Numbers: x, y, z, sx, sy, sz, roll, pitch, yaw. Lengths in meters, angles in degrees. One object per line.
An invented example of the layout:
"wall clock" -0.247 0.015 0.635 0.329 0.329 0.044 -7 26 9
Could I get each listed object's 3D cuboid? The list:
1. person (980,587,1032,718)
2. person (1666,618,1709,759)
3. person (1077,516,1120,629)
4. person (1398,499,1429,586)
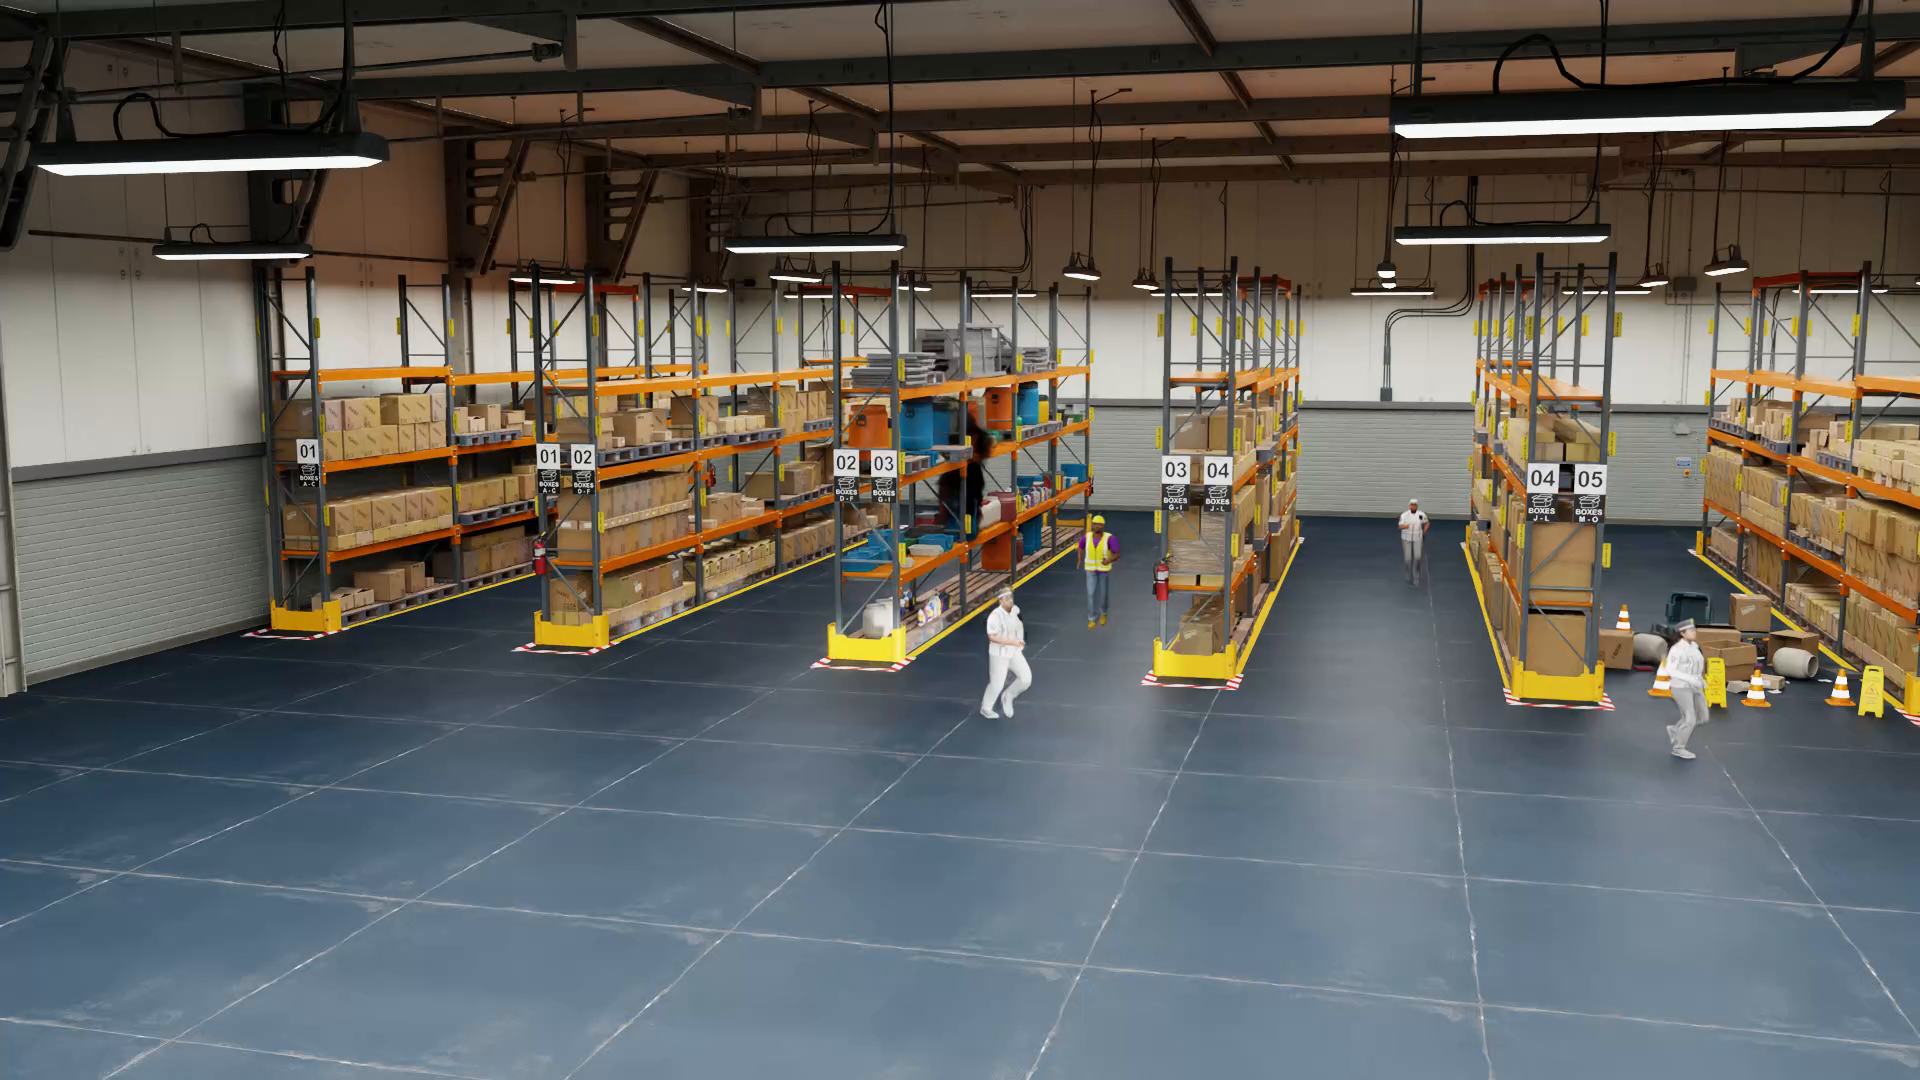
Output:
"person" 0.617 1.439 21.217 0.685 1.738 0.822 -5 9 -36
"person" 8.503 1.727 19.428 0.610 1.650 0.566 -5 9 -33
"person" 2.173 0.512 26.291 0.723 1.810 0.894 2 7 13
"person" 8.908 0.046 32.704 0.582 1.714 0.680 2 8 17
